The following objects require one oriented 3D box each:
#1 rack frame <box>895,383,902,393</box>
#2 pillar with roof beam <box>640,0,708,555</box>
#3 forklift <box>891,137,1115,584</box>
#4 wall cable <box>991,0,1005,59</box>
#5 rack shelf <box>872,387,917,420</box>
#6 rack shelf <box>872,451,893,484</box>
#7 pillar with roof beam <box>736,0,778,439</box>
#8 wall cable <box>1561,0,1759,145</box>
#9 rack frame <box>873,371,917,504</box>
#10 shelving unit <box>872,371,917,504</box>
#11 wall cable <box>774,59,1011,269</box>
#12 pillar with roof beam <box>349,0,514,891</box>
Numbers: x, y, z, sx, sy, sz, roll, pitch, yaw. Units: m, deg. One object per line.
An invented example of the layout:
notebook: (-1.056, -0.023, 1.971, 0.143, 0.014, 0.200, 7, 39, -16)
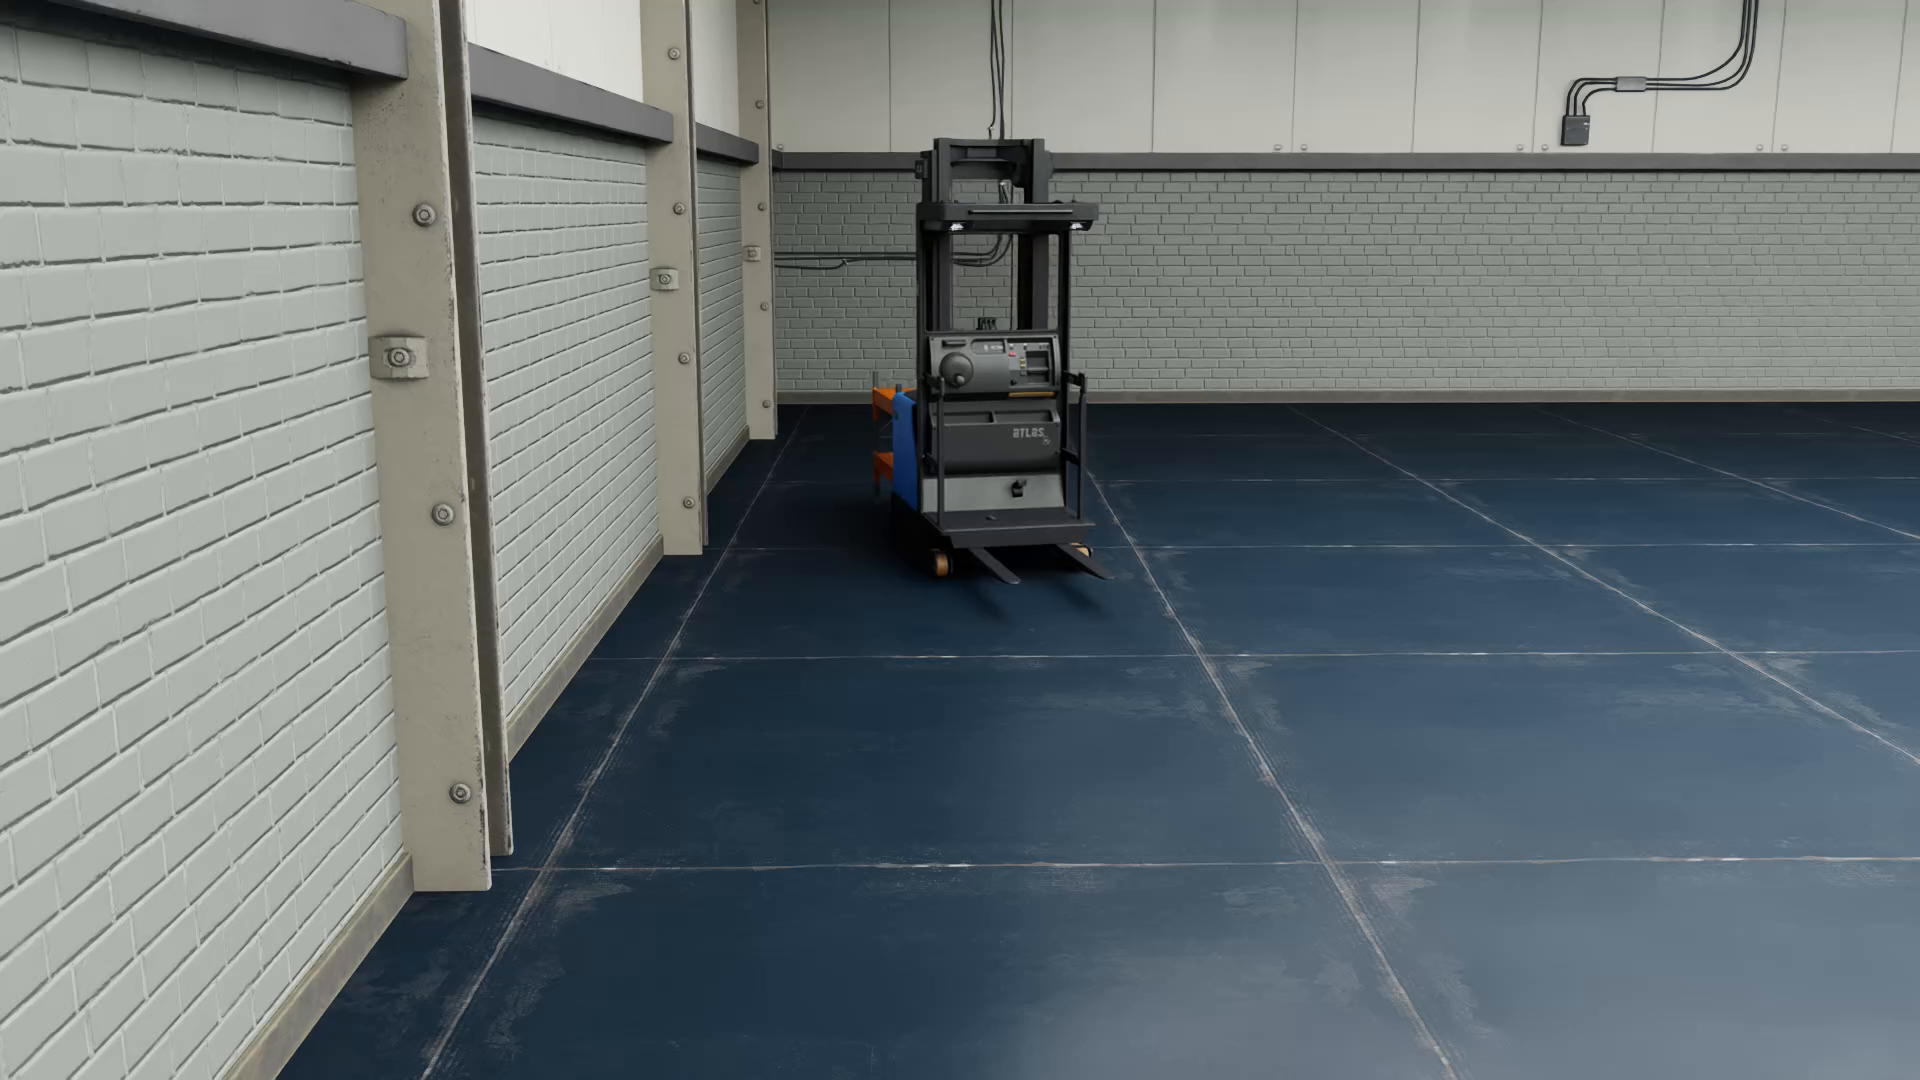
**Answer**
rack frame: (-0.253, -0.670, 13.031, 0.500, 1.125, 0.032, -3, 12, -13)
pillar with roof beam: (2.273, -4.361, 11.422, 9.100, 9.000, 0.400, 0, 11, -1)
forklift: (0.292, -1.262, 11.407, 1.130, 2.935, 3.031, -3, 12, -13)
wall cable: (1.811, -7.091, 19.988, 3.097, 2.526, 0.112, 0, 11, -1)
rack shelf: (-0.366, -1.055, 13.459, 0.538, 0.278, 1.000, -3, 12, -13)
rack shelf: (-0.366, -0.529, 13.566, 0.538, 0.278, 1.000, -3, 12, -13)
pillar with roof beam: (2.149, -5.554, 17.301, 9.100, 9.000, 0.400, 0, 11, -1)
wall cable: (8.598, -7.830, 19.966, 2.305, 6.003, 0.169, 0, 11, -1)
rack frame: (-0.478, -0.867, 14.003, 0.500, 1.125, 0.032, -3, 12, -13)
shelving unit: (-0.366, -0.768, 13.517, 0.538, 1.125, 1.048, -3, 12, -13)
wall cable: (-0.894, -4.605, 20.436, 3.097, 2.526, 0.112, 0, 11, -1)
pillar with roof beam: (2.397, -3.168, 5.543, 9.100, 9.000, 0.400, 0, 11, -1)
